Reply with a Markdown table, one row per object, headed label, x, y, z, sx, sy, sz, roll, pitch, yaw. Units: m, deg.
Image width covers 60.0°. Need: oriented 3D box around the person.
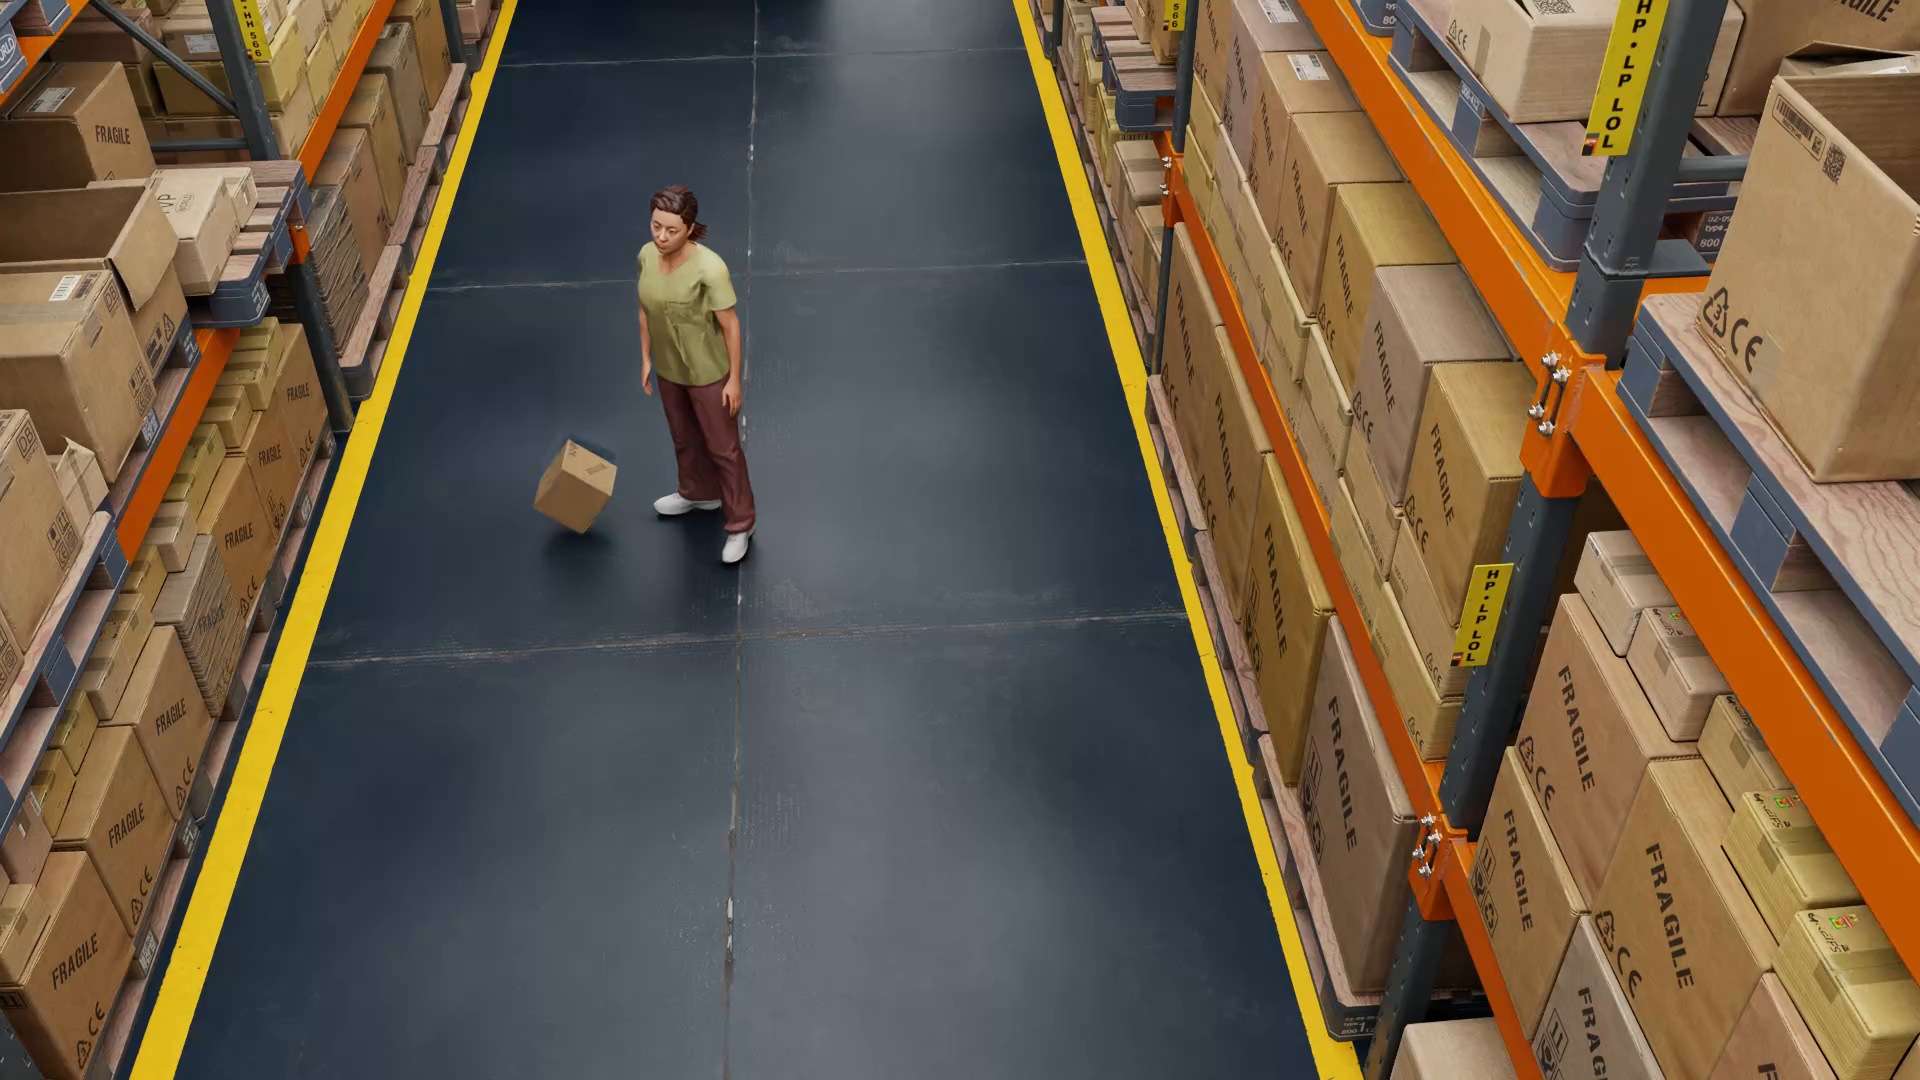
| label | x | y | z | sx | sy | sz | roll | pitch | yaw |
| --- | --- | --- | --- | --- | --- | --- | --- | --- | --- |
| person | -1.138 | -0.708 | 6.983 | 0.573 | 1.679 | 0.375 | 21 | 44 | 24 |
